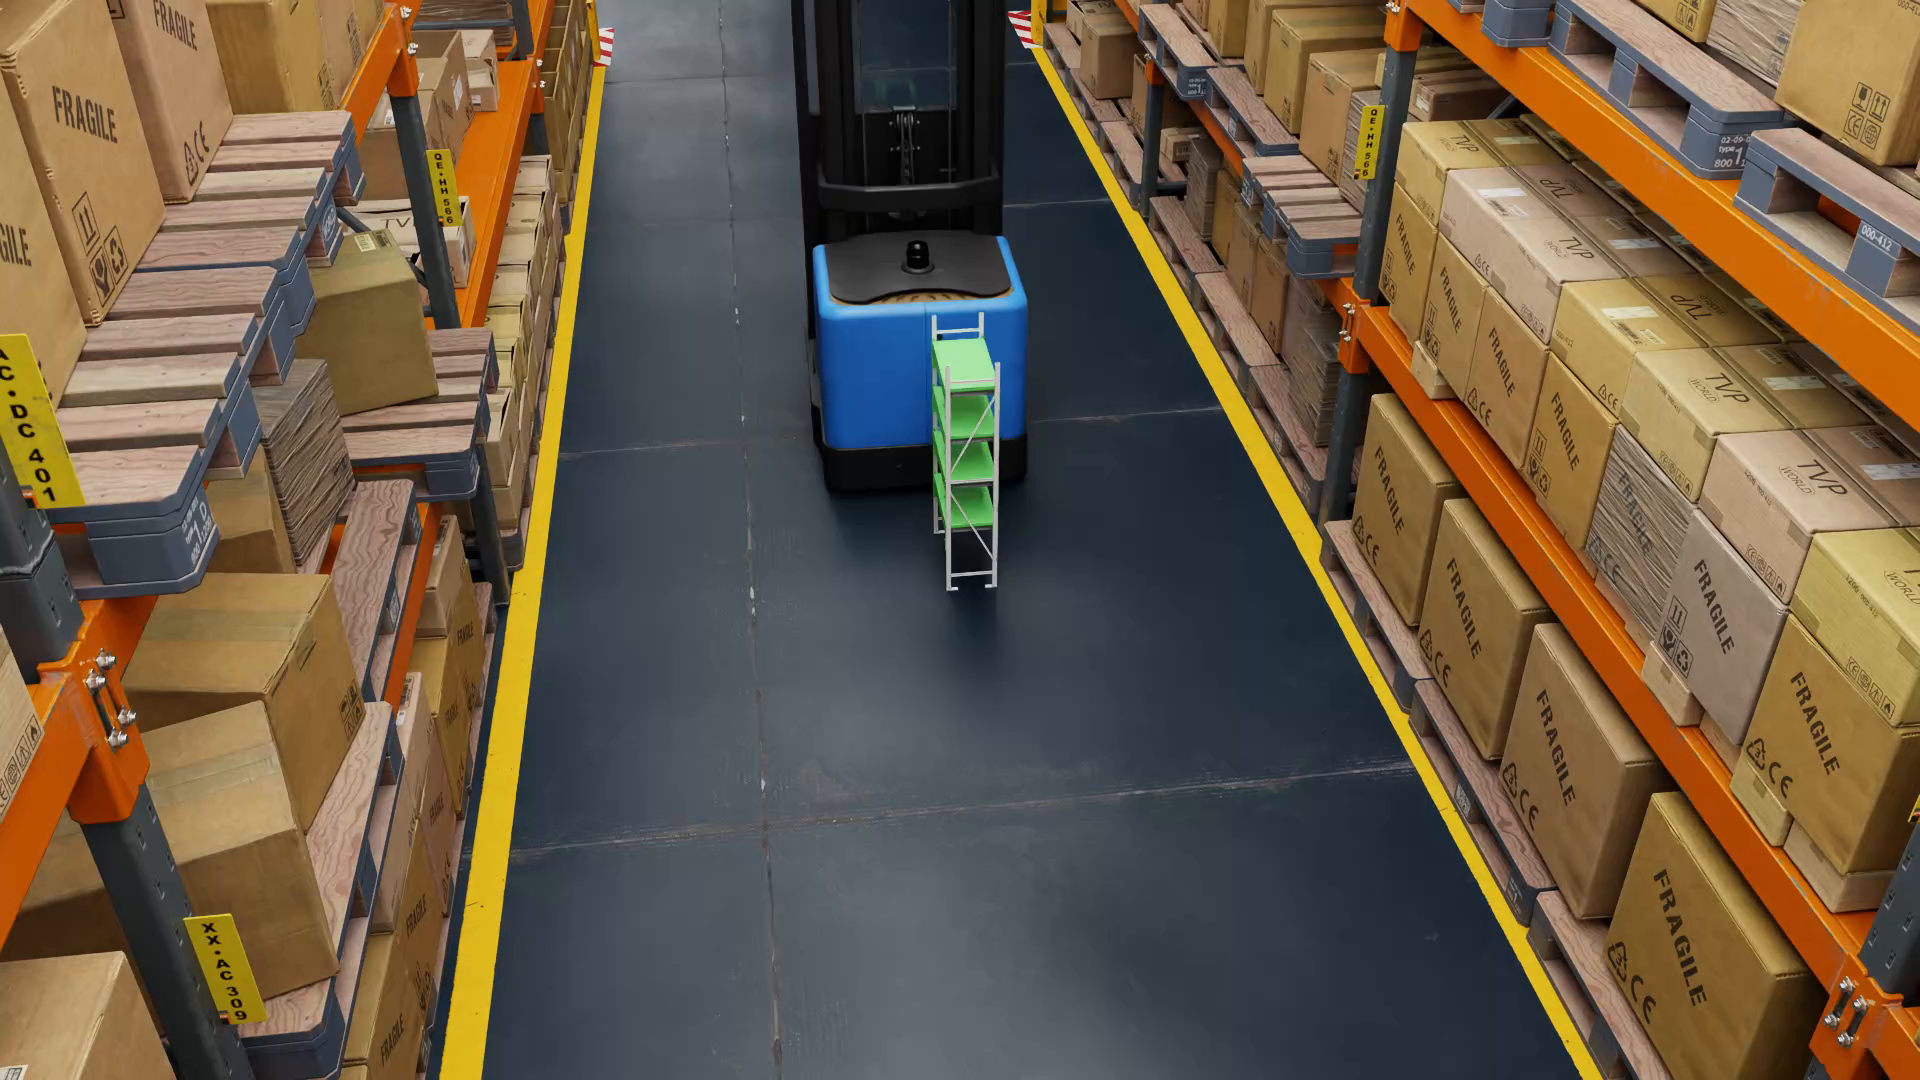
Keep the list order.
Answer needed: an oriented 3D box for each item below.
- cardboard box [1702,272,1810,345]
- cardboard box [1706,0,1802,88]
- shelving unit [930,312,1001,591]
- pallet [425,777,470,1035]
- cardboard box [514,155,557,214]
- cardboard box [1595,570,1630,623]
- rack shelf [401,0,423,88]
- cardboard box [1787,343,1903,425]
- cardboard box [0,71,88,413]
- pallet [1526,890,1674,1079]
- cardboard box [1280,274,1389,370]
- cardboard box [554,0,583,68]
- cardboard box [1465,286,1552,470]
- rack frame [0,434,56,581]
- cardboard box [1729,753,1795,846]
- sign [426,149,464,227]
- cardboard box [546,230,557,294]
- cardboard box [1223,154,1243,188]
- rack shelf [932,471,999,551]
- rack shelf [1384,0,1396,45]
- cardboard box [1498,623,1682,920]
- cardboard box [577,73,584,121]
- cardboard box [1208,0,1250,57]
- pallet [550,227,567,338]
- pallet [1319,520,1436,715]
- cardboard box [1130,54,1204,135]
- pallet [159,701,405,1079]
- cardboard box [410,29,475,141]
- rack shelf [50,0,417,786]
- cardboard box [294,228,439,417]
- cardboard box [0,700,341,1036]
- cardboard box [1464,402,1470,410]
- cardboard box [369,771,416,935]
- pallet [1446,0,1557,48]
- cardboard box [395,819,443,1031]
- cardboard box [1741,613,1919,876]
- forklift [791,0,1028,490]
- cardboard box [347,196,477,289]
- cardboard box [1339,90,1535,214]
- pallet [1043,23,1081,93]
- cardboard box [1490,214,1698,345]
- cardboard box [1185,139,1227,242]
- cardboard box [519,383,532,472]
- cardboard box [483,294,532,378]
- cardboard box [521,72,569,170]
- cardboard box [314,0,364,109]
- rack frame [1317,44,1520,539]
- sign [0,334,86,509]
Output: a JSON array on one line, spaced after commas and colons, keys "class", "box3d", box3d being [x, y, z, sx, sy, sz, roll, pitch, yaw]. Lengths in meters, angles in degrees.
[{"class": "cardboard box", "box3d": [2.810, -0.691, 5.563, 0.500, 0.250, 0.500, -5, 35, -7]}, {"class": "cardboard box", "box3d": [2.677, -1.622, 4.823, 0.700, 0.500, 0.500, -4, 35, -6]}, {"class": "shelving unit", "box3d": [0.022, -0.403, 7.777, 0.258, 1.200, 0.503, -4, 35, -6]}, {"class": "pallet", "box3d": [-2.393, 1.327, 6.116, 1.003, 0.211, 1.213, -4, 35, -6]}, {"class": "cardboard box", "box3d": [-2.816, -2.221, 10.417, 0.500, 0.311, 0.500, -4, 35, -6]}, {"class": "cardboard box", "box3d": [2.376, 0.147, 5.577, 0.380, 0.149, 0.250, -5, 35, -8]}, {"class": "rack shelf", "box3d": [-2.886, -2.983, 7.938, 1.077, 0.370, 4.000, -4, 35, -6]}, {"class": "cardboard box", "box3d": [2.876, -0.399, 5.136, 0.500, 0.250, 0.500, -5, 35, -8]}, {"class": "cardboard box", "box3d": [-2.074, -0.475, 3.069, 0.600, 0.600, 0.600, -8, 35, -11]}, {"class": "pallet", "box3d": [2.651, 1.658, 5.630, 1.003, 0.211, 1.213, -4, 35, -6]}, {"class": "cardboard box", "box3d": [2.189, -1.145, 9.095, 0.700, 0.500, 0.500, -4, 35, -6]}, {"class": "cardboard box", "box3d": [-3.177, -3.902, 12.715, 0.500, 0.500, 0.500, -4, 35, -6]}, {"class": "cardboard box", "box3d": [2.230, -0.614, 6.116, 0.500, 0.500, 0.500, -5, 35, -7]}, {"class": "rack frame", "box3d": [-2.079, -1.171, 1.978, 1.000, 3.000, 0.127, -4, 35, -6]}, {"class": "cardboard box", "box3d": [2.446, 0.720, 4.736, 0.380, 0.149, 0.250, -4, 34, -5]}, {"class": "sign", "box3d": [-2.080, -1.417, 6.707, 0.100, 0.325, 0.005, -4, 35, -6]}, {"class": "cardboard box", "box3d": [-2.745, -1.702, 10.153, 0.500, 0.250, 0.500, -5, 35, -7]}, {"class": "cardboard box", "box3d": [1.932, -2.338, 10.180, 0.500, 0.250, 0.500, -5, 35, -7]}, {"class": "rack shelf", "box3d": [0.022, -0.152, 7.948, 0.258, 0.148, 0.480, -4, 35, -6]}, {"class": "rack shelf", "box3d": [2.022, -3.360, 8.492, 1.077, 0.370, 4.000, -4, 35, -6]}, {"class": "cardboard box", "box3d": [2.491, 0.797, 5.953, 0.750, 0.750, 0.750, -3, 34, -5]}, {"class": "cardboard box", "box3d": [-3.114, -3.313, 12.516, 0.500, 0.250, 0.500, -4, 35, -6]}, {"class": "cardboard box", "box3d": [1.856, -3.158, 9.741, 0.700, 0.500, 0.500, -1, 34, -1]}, {"class": "pallet", "box3d": [-3.017, -1.596, 10.405, 1.003, 0.211, 1.213, -4, 35, -6]}, {"class": "pallet", "box3d": [2.323, 0.296, 7.628, 1.003, 0.211, 1.213, -4, 35, -6]}, {"class": "cardboard box", "box3d": [1.574, -3.259, 12.197, 0.500, 0.500, 0.500, -7, 35, -10]}, {"class": "pallet", "box3d": [-2.078, 0.933, 4.388, 1.003, 0.211, 1.213, -4, 35, -6]}, {"class": "cardboard box", "box3d": [-2.997, -2.474, 9.128, 0.500, 0.500, 0.500, -2, 34, -3]}, {"class": "rack shelf", "box3d": [-2.348, -0.751, 4.663, 1.077, 0.370, 4.000, -4, 35, -6]}, {"class": "cardboard box", "box3d": [-2.420, -0.796, 6.293, 0.700, 0.500, 0.500, -16, 37, -22]}, {"class": "cardboard box", "box3d": [-1.921, 0.812, 3.934, 0.700, 0.500, 0.500, -16, 37, -22]}, {"class": "cardboard box", "box3d": [2.239, -0.578, 6.640, 0.380, 0.149, 0.250, -5, 35, -7]}, {"class": "cardboard box", "box3d": [-2.037, 1.003, 5.278, 0.500, 0.250, 0.500, -4, 35, -6]}, {"class": "pallet", "box3d": [2.431, -2.108, 6.184, 1.213, 0.211, 1.003, -3, 34, -4]}, {"class": "cardboard box", "box3d": [-2.045, 1.294, 5.516, 0.500, 0.500, 0.500, -4, 34, -6]}, {"class": "cardboard box", "box3d": [2.517, 0.519, 4.453, 0.500, 0.500, 0.500, -5, 35, -7]}, {"class": "forklift", "box3d": [-0.341, -2.282, 8.996, 1.130, 2.935, 3.031, -4, 34, -6]}, {"class": "cardboard box", "box3d": [-2.545, -1.401, 7.722, 0.500, 0.311, 0.500, -5, 35, -7]}, {"class": "cardboard box", "box3d": [2.218, -1.786, 7.728, 0.700, 0.500, 0.500, -8, 35, -12]}, {"class": "pallet", "box3d": [1.300, -4.115, 14.101, 1.003, 0.211, 1.213, -4, 35, -6]}, {"class": "cardboard box", "box3d": [2.241, -0.933, 5.918, 0.500, 0.250, 0.500, -4, 34, -6]}, {"class": "cardboard box", "box3d": [1.869, -2.273, 10.751, 0.700, 0.500, 0.500, -3, 34, -5]}, {"class": "cardboard box", "box3d": [-2.465, -0.557, 8.472, 0.500, 0.250, 0.500, -5, 35, -8]}, {"class": "cardboard box", "box3d": [-2.542, -1.085, 8.750, 0.500, 0.311, 0.500, -5, 35, -8]}, {"class": "cardboard box", "box3d": [-2.907, -2.786, 11.078, 0.500, 0.500, 0.500, -4, 35, -6]}, {"class": "cardboard box", "box3d": [-2.456, -1.680, 5.299, 0.910, 0.500, 0.500, -4, 35, -6]}, {"class": "rack frame", "box3d": [2.291, -1.302, 7.496, 1.000, 3.000, 0.127, -4, 35, -6]}, {"class": "sign", "box3d": [-1.542, -0.191, 2.744, 0.100, 0.325, 0.005, -4, 35, -6]}]
